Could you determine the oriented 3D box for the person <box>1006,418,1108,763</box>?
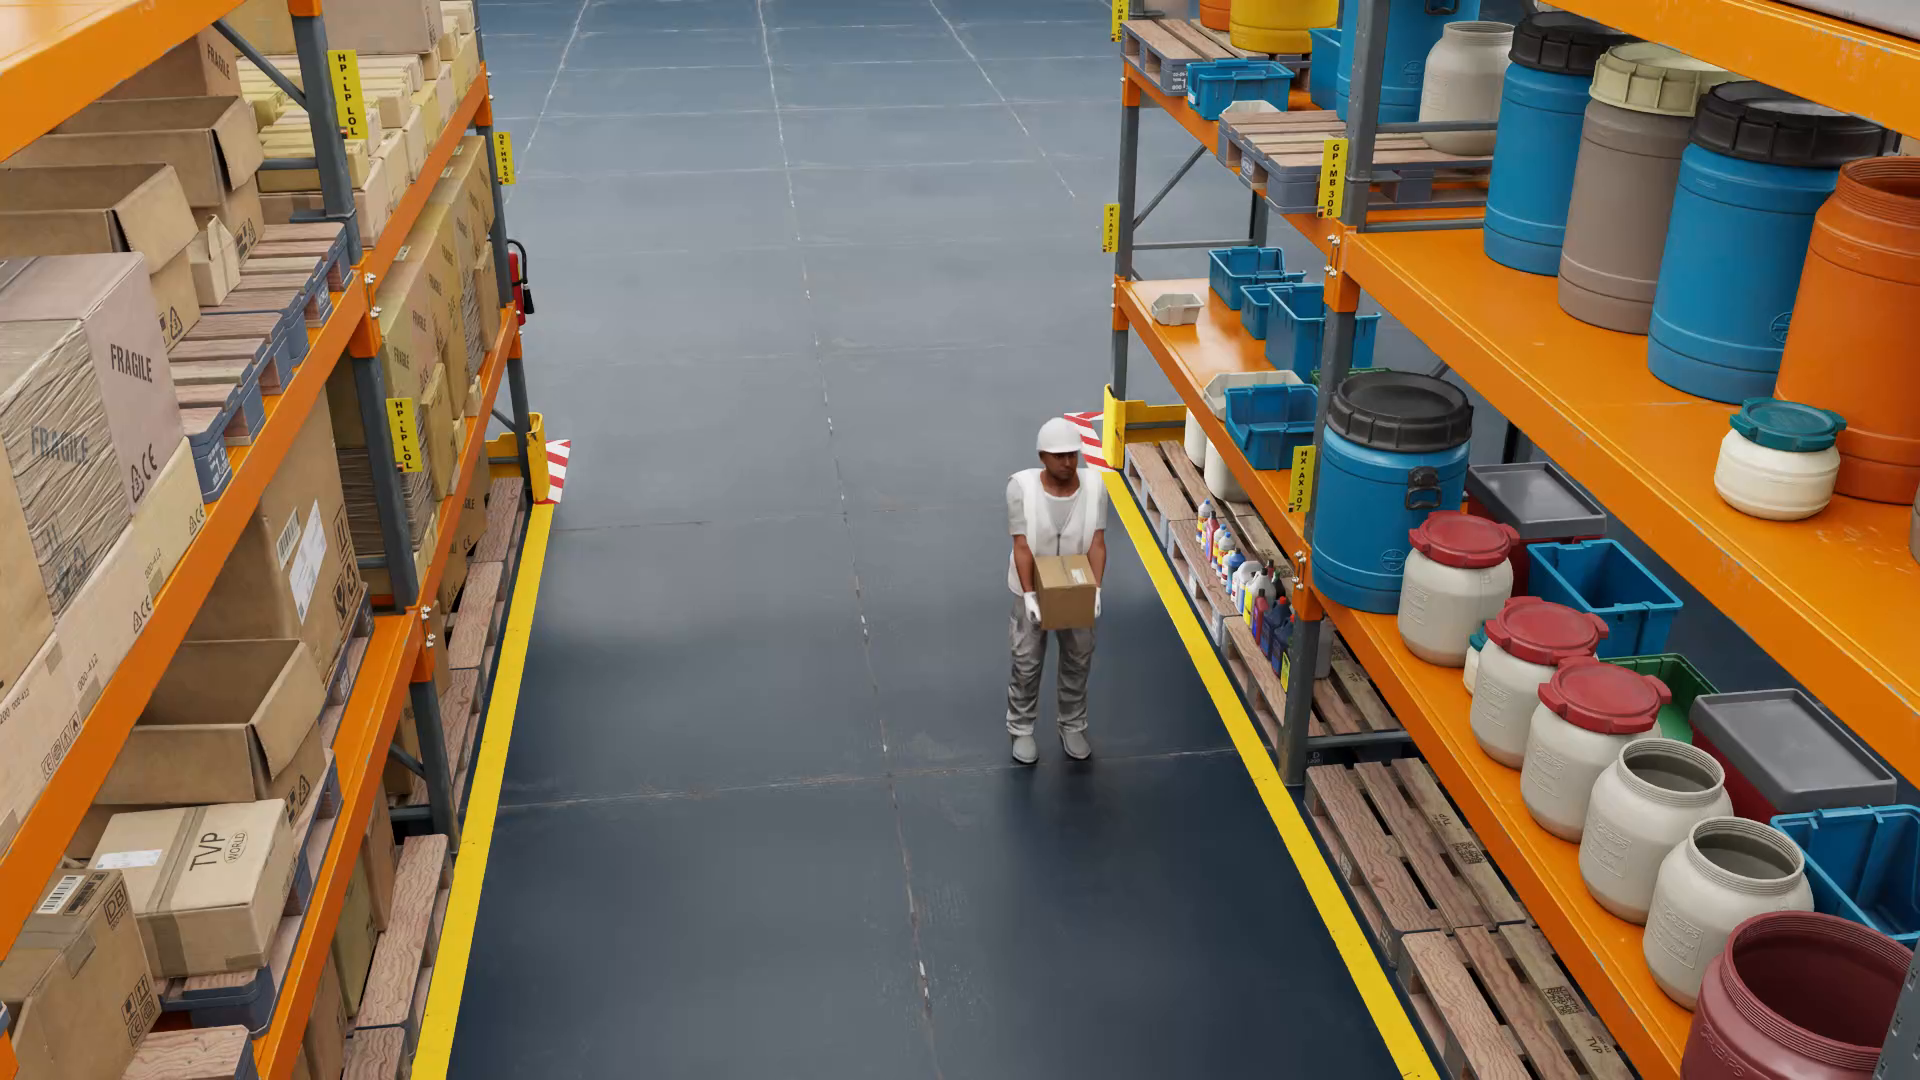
[{"bbox_3d":[0.478,0.289,8.024,0.489,1.782,0.576,-4,27,-7],"label":"person"}]
